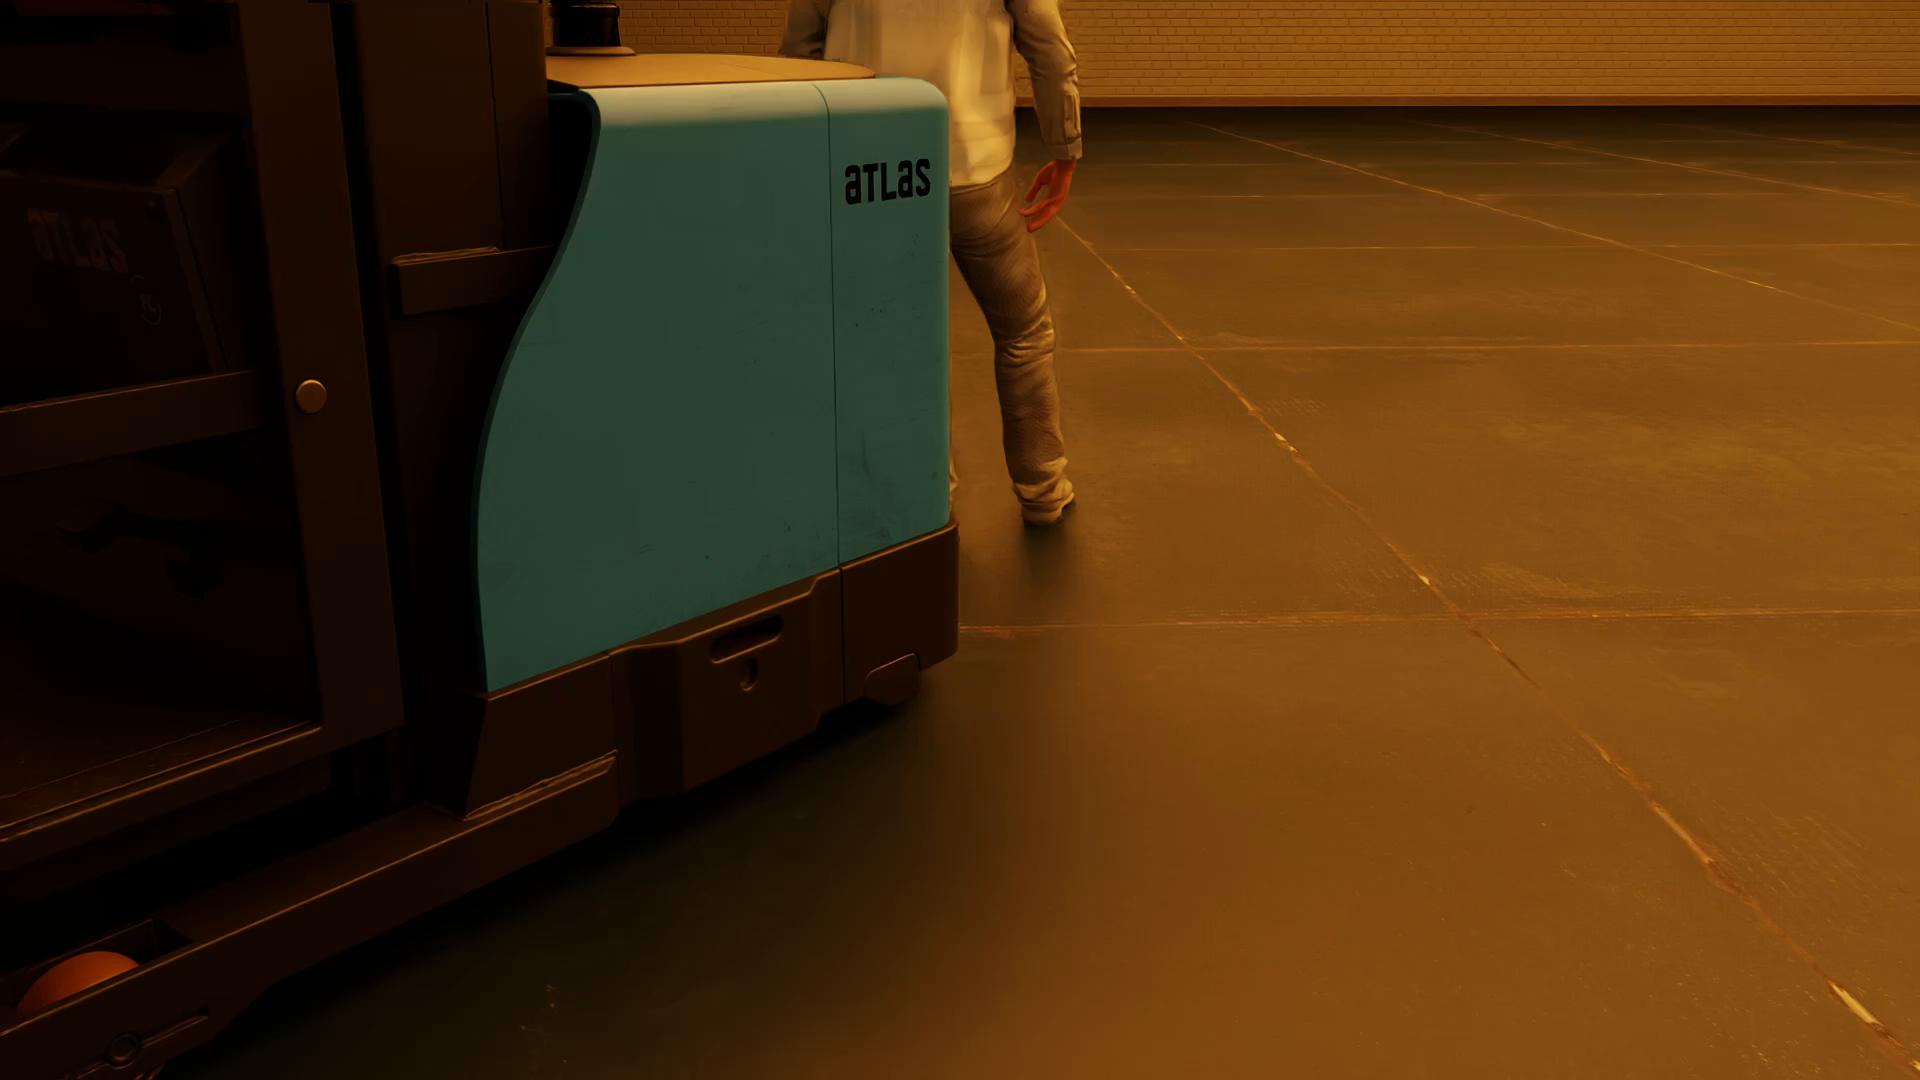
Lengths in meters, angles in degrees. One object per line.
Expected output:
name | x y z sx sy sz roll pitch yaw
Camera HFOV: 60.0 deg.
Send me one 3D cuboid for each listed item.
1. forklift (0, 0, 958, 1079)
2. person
forklift | -1.304 -0.888 1.811 1.130 2.935 3.031 13 21 36
person | -0.056 -0.869 3.817 0.678 1.749 0.599 1 17 2
